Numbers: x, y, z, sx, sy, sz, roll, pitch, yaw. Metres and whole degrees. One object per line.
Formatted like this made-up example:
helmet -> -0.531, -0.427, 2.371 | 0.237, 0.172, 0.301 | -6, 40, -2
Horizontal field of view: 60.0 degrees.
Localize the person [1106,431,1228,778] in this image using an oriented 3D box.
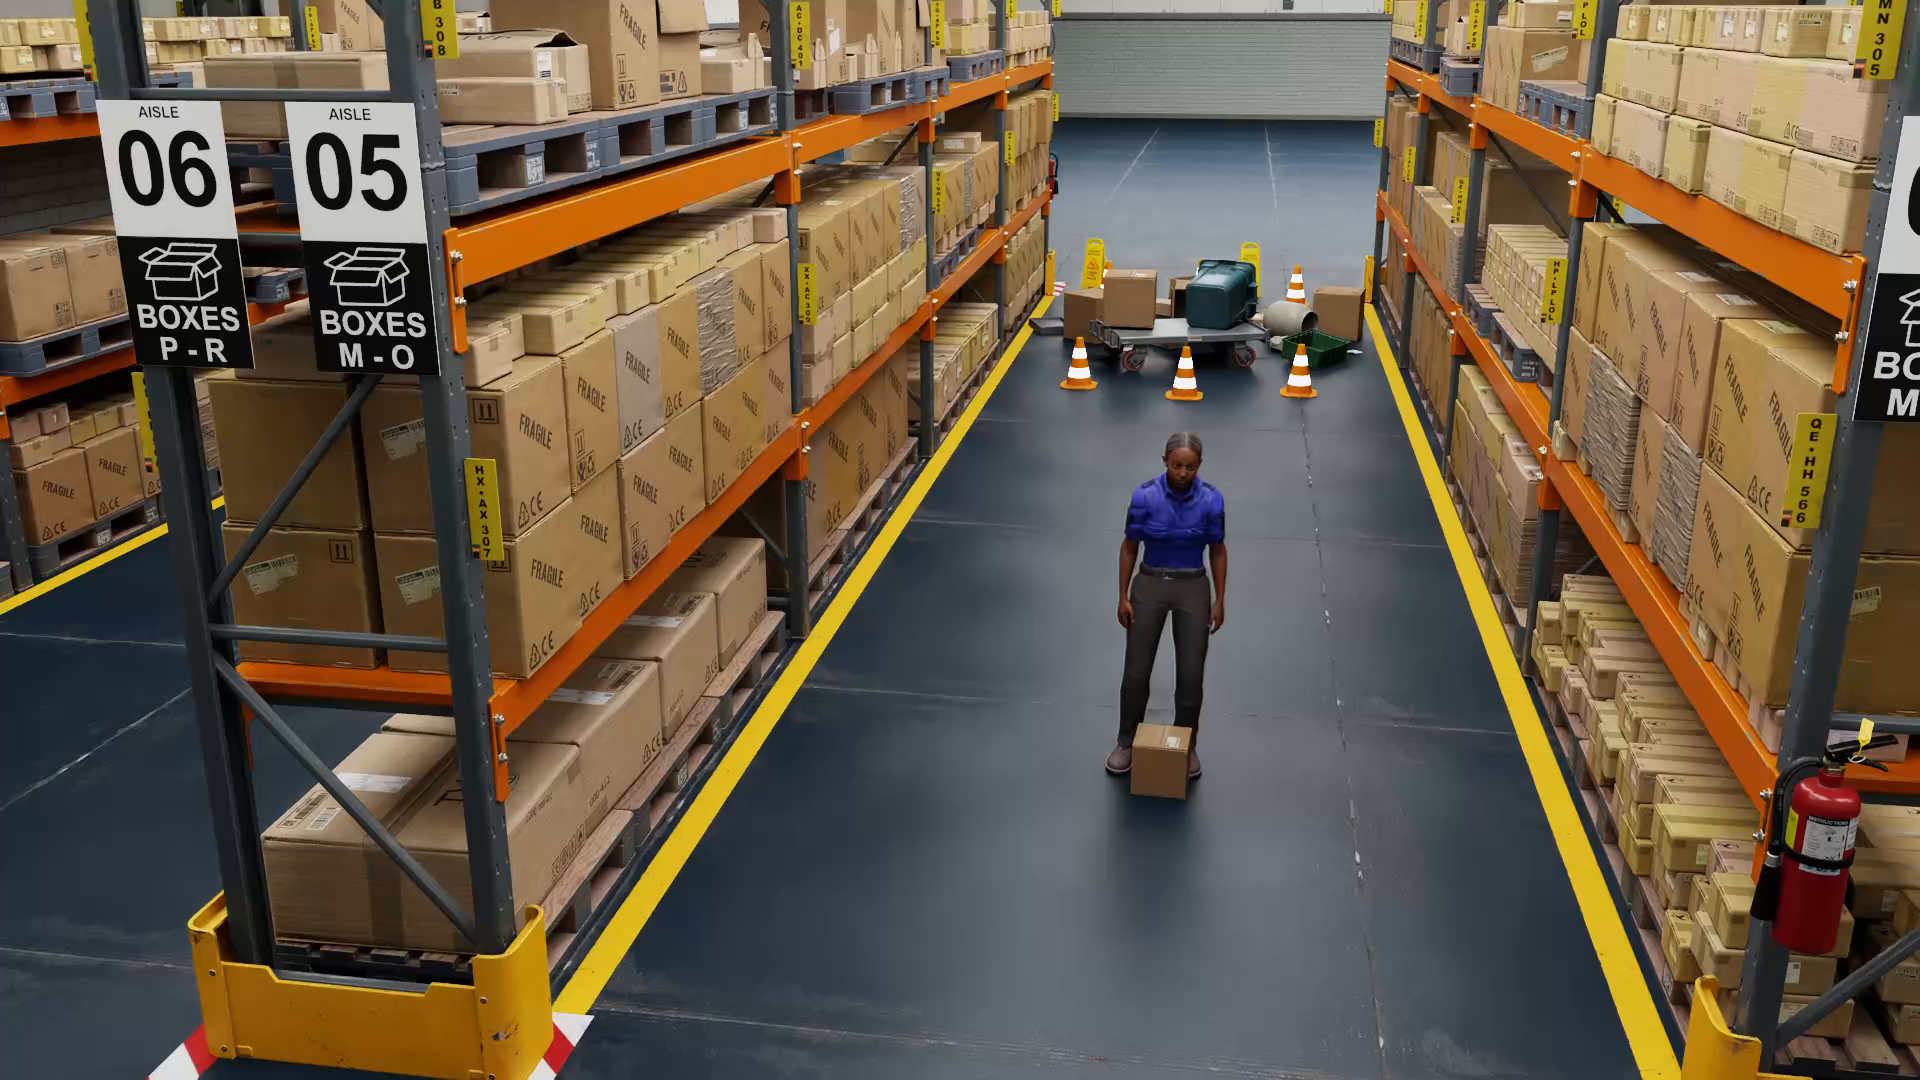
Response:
person -> 0.964, 0.282, 7.696 | 0.530, 1.653, 0.352 | 2, 18, 5
